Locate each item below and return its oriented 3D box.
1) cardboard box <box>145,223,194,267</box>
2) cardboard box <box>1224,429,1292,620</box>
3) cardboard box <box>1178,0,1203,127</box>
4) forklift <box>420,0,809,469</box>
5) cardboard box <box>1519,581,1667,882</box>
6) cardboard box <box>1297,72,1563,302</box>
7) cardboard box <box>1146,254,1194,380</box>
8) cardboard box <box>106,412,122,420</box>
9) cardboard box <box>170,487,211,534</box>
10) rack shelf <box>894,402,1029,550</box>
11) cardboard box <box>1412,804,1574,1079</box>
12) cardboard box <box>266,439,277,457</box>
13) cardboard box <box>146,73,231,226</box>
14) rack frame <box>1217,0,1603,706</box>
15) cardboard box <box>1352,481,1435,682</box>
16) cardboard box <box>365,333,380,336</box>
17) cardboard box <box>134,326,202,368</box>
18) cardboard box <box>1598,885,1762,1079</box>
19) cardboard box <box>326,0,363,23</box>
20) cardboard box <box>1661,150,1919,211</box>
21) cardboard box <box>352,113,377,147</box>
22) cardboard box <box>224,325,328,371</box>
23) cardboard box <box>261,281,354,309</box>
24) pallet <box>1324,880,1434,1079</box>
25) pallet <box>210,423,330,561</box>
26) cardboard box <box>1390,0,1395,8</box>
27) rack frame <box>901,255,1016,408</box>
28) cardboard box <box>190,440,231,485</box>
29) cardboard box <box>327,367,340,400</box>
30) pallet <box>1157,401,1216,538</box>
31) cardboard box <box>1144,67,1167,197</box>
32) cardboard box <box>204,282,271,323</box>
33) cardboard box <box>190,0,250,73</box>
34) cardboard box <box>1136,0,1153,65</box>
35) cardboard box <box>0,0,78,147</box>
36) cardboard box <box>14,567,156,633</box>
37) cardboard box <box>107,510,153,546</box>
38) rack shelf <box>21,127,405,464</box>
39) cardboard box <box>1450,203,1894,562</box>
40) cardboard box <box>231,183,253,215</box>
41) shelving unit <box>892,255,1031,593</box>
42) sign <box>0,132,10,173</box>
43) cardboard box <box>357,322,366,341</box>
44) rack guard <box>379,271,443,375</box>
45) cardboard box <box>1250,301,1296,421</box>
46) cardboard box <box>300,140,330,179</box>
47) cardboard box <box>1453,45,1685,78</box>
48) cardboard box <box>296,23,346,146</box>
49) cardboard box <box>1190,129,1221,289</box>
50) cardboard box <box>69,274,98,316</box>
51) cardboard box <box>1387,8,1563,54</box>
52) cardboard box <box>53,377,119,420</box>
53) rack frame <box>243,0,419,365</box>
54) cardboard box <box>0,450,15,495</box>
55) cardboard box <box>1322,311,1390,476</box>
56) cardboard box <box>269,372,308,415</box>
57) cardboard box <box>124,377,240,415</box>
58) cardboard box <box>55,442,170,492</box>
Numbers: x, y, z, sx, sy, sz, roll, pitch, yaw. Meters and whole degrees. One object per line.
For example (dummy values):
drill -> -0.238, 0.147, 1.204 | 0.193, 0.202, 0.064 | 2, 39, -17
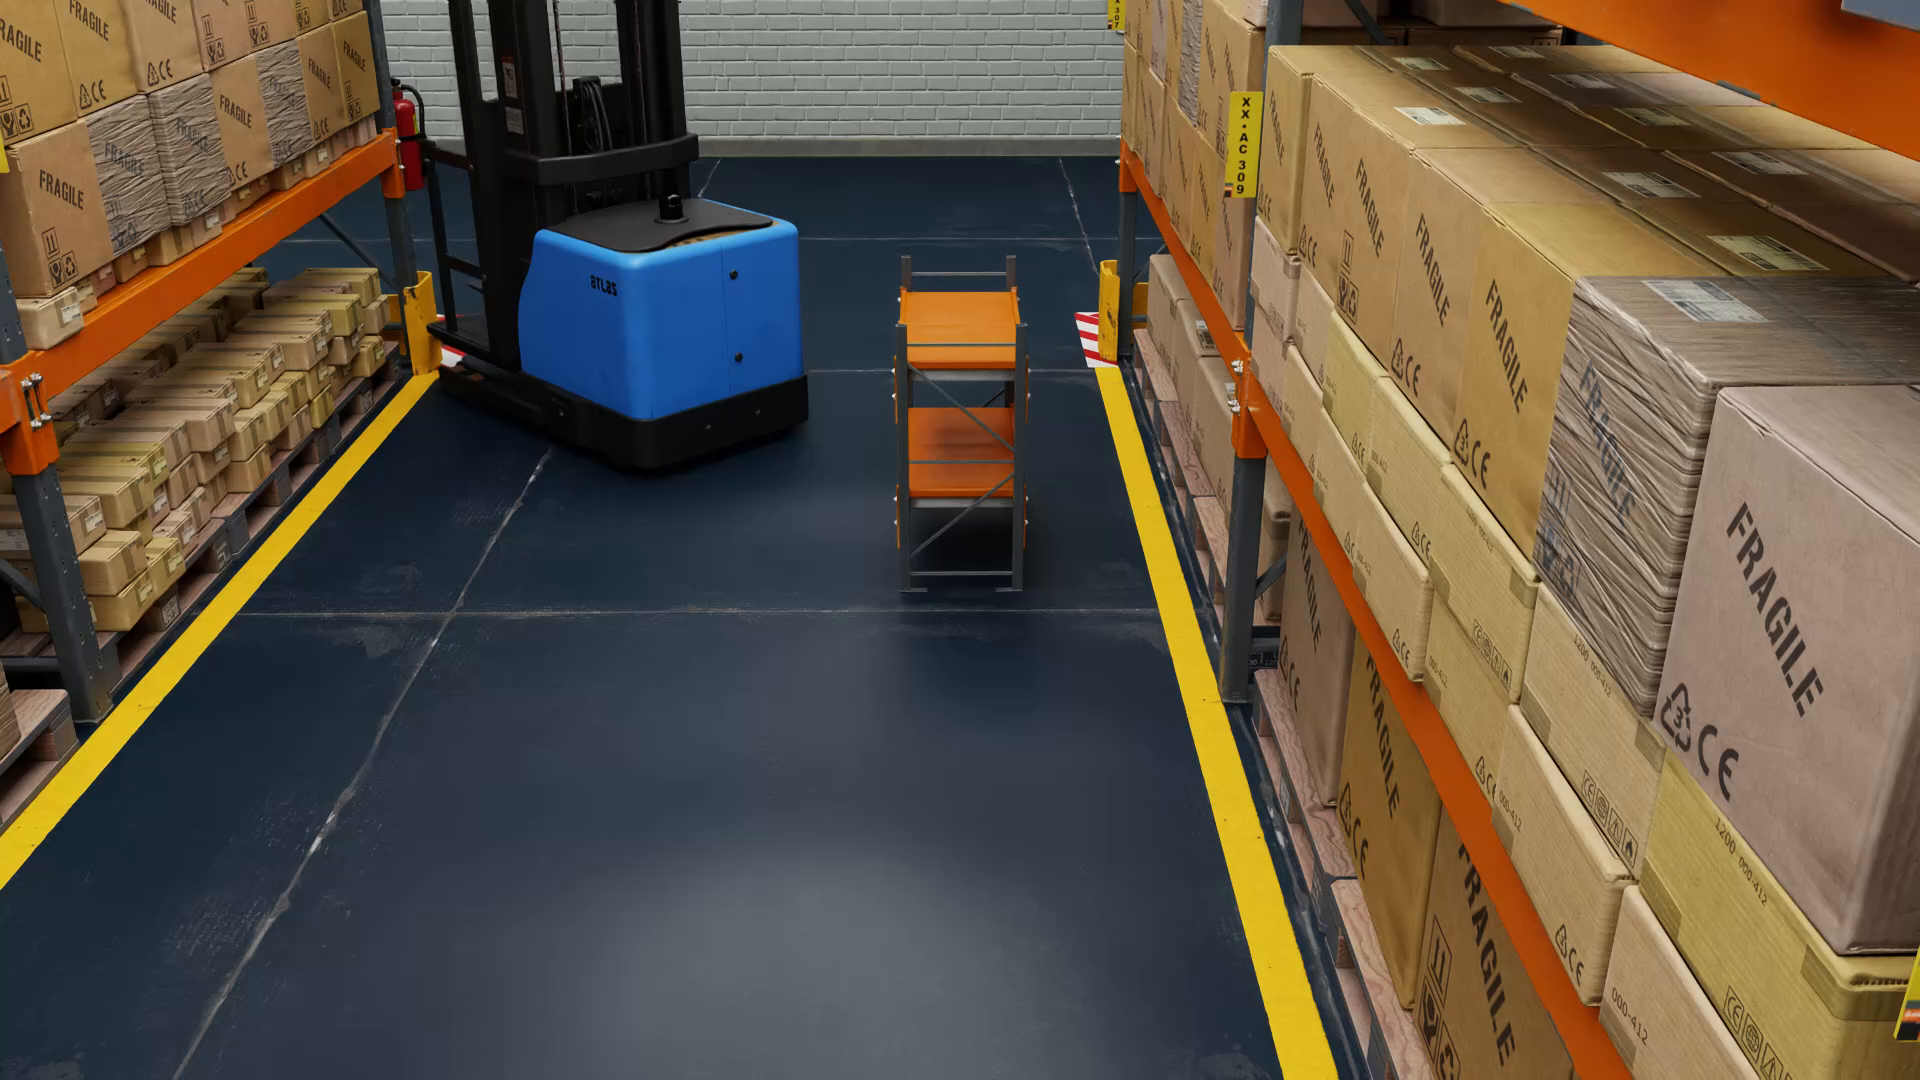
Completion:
cardboard box -> -3.253, -1.175, 6.513 | 0.380, 0.149, 0.250 | 0, 24, 0
cardboard box -> 1.539, -0.087, 6.401 | 0.875, 0.438, 0.875 | -1, 24, -1
cardboard box -> 1.145, -1.917, 6.513 | 0.500, 0.500, 0.500 | 0, 24, 0
forklift -> -2.158, -2.184, 8.522 | 1.130, 2.935, 3.031 | -22, 32, -40
cardboard box -> 1.213, 0.276, 2.576 | 0.500, 0.250, 0.500 | -1, 24, -2
cardboard box -> 1.189, -0.912, 4.293 | 0.500, 0.500, 0.500 | 0, 24, -1
cardboard box -> 1.502, -1.204, 8.872 | 0.875, 0.438, 0.875 | -1, 24, -2
cardboard box -> -3.777, -0.437, 7.165 | 0.380, 0.149, 0.250 | -1, 24, -3
cardboard box -> -3.303, -0.100, 6.780 | 0.380, 0.149, 0.250 | -1, 24, -2
rack shelf -> 0.000, -0.293, 7.125 | 0.538, 0.278, 1.000 | 0, 24, -1
cardboard box -> 1.552, 0.969, 3.536 | 0.875, 0.875, 0.875 | 0, 24, 0
cardboard box -> -3.327, -0.426, 7.501 | 0.380, 0.149, 0.250 | 0, 24, 1
cardboard box -> -3.246, -1.537, 6.527 | 0.500, 0.500, 0.500 | -1, 24, -2
rack frame -> 1.438, -0.803, 5.386 | 1.000, 3.000, 0.127 | 0, 24, -1
cardboard box -> 1.172, 0.078, 3.620 | 0.500, 0.250, 0.500 | -1, 24, -1
cardboard box -> -3.340, -1.064, 8.913 | 0.380, 0.149, 0.250 | 0, 24, 0
cardboard box -> -3.811, -0.900, 7.828 | 0.380, 0.149, 0.250 | 1, 24, 2
cardboard box -> 1.217, 0.706, 2.231 | 0.500, 0.250, 0.500 | -1, 24, -2
cardboard box -> -3.300, -2.837, 8.187 | 0.500, 0.500, 0.500 | -1, 24, -2
cardboard box -> 1.714, -0.486, 3.350 | 0.500, 0.500, 0.500 | 0, 24, 0
cardboard box -> -3.268, -2.140, 8.647 | 0.380, 0.149, 0.250 | 0, 24, 0
cardboard box -> -3.222, -0.907, 7.843 | 0.380, 0.149, 0.250 | 1, 24, 1
cardboard box -> -3.350, -1.230, 8.559 | 0.380, 0.149, 0.250 | 0, 24, 0
pallet -> 1.538, 1.289, 4.144 | 1.003, 0.211, 1.213 | 0, 24, -1
pallet -> -3.569, -0.250, 7.546 | 1.003, 0.211, 1.213 | 0, 24, -1
cardboard box -> 1.630, -1.942, 5.782 | 0.380, 0.149, 0.250 | -1, 24, -1
rack frame -> -0.006, -0.725, 7.487 | 0.500, 1.125, 0.032 | 0, 24, -1
cardboard box -> -3.305, -0.347, 6.966 | 0.380, 0.149, 0.250 | 1, 24, 2
cardboard box -> -3.303, -0.748, 8.213 | 0.380, 0.149, 0.250 | 0, 24, 0
pallet -> 1.492, -0.351, 7.769 | 1.003, 0.211, 1.213 | 0, 24, -1
cardboard box -> 1.134, -1.880, 7.646 | 0.500, 0.500, 0.500 | 0, 24, -1
cardboard box -> -3.765, -1.221, 8.537 | 0.380, 0.149, 0.250 | 0, 24, 0
cardboard box -> -3.271, -2.196, 6.770 | 0.500, 0.500, 0.500 | -1, 24, -2
cardboard box -> 1.128, -2.541, 7.893 | 0.500, 0.500, 0.500 | -1, 24, -2
cardboard box -> -3.272, -1.563, 5.371 | 0.500, 0.500, 0.500 | 0, 24, 1
cardboard box -> -3.193, 0.217, 6.081 | 0.380, 0.149, 0.250 | -1, 24, -3
cardboard box -> -3.287, -0.022, 6.248 | 0.380, 0.149, 0.250 | 0, 24, 0
rack shelf -> -3.532, -1.236, 7.216 | 1.077, 0.370, 4.000 | 0, 24, -1
cardboard box -> 1.202, -0.284, 2.904 | 0.500, 0.500, 0.500 | 0, 24, -1
cardboard box -> -3.323, -1.500, 7.231 | 0.380, 0.149, 0.250 | 0, 24, 0
shelving unit -> 0.000, -0.515, 7.024 | 0.538, 1.125, 1.048 | 0, 24, -1
sign -> -2.956, -1.271, 5.015 | 0.100, 0.325, 0.005 | 0, 24, -1
cardboard box -> -3.314, -1.092, 8.612 | 0.380, 0.149, 0.250 | -1, 24, -2
rack guard -> -3.553, -1.218, 9.335 | 1.175, 0.500, 0.348 | 0, 24, -1
cardboard box -> 1.179, -0.553, 5.014 | 0.500, 0.250, 0.500 | -1, 24, -2
cardboard box -> -3.259, -1.829, 7.959 | 0.380, 0.149, 0.250 | 0, 24, 1
cardboard box -> 1.694, -1.122, 4.755 | 0.500, 0.500, 0.500 | 1, 24, 1
cardboard box -> -3.291, -2.173, 7.931 | 0.500, 0.500, 0.500 | -1, 24, -1
cardboard box -> 1.166, -1.251, 6.255 | 0.500, 0.500, 0.500 | -1, 24, -2
cardboard box -> -3.263, -0.849, 5.793 | 0.380, 0.149, 0.250 | 0, 24, 1
cardboard box -> 1.675, -1.502, 5.596 | 0.500, 0.500, 0.500 | 0, 24, 0
cardboard box -> -3.862, -0.586, 7.133 | 0.380, 0.149, 0.250 | -1, 24, -2
rack frame -> -3.554, -2.388, 8.889 | 1.000, 3.000, 0.127 | 0, 24, -1
cardboard box -> -3.827, -0.256, 6.404 | 0.380, 0.149, 0.250 | 0, 24, -1
cardboard box -> 1.174, -0.358, 3.976 | 0.500, 0.250, 0.500 | 0, 24, 0
cardboard box -> -3.253, -0.666, 7.672 | 0.380, 0.149, 0.250 | 1, 24, 2
cardboard box -> -3.335, -0.588, 7.138 | 0.380, 0.149, 0.250 | -1, 24, -3
cardboard box -> -3.303, -0.264, 6.421 | 0.380, 0.149, 0.250 | -1, 24, -1
